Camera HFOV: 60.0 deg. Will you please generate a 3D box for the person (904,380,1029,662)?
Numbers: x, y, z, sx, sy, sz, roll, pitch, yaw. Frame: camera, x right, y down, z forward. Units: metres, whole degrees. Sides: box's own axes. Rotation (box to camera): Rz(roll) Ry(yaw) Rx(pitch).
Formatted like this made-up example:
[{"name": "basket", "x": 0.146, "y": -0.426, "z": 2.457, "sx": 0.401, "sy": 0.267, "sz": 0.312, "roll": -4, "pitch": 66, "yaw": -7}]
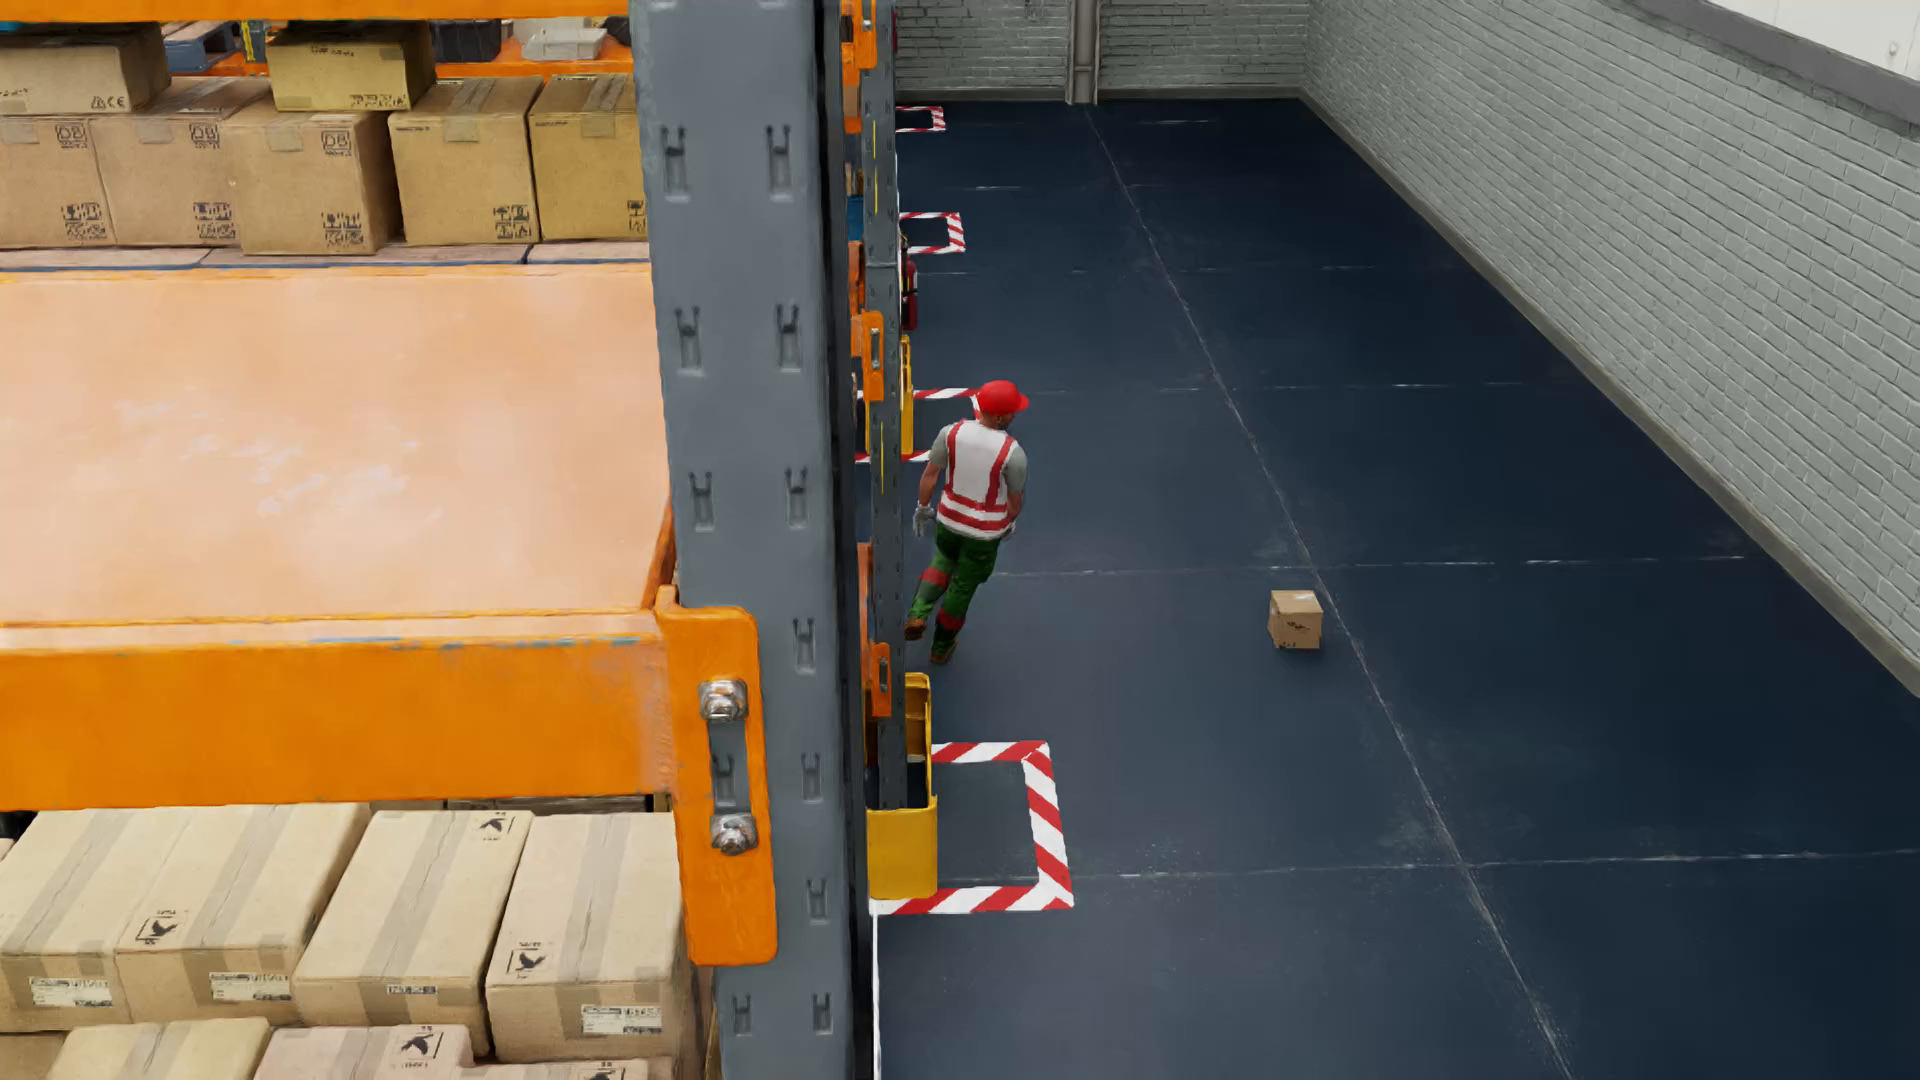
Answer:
[{"name": "person", "x": 0.041, "y": -0.094, "z": 9.148, "sx": 0.717, "sy": 1.748, "sz": 0.515, "roll": 12, "pitch": 30, "yaw": 22}]
